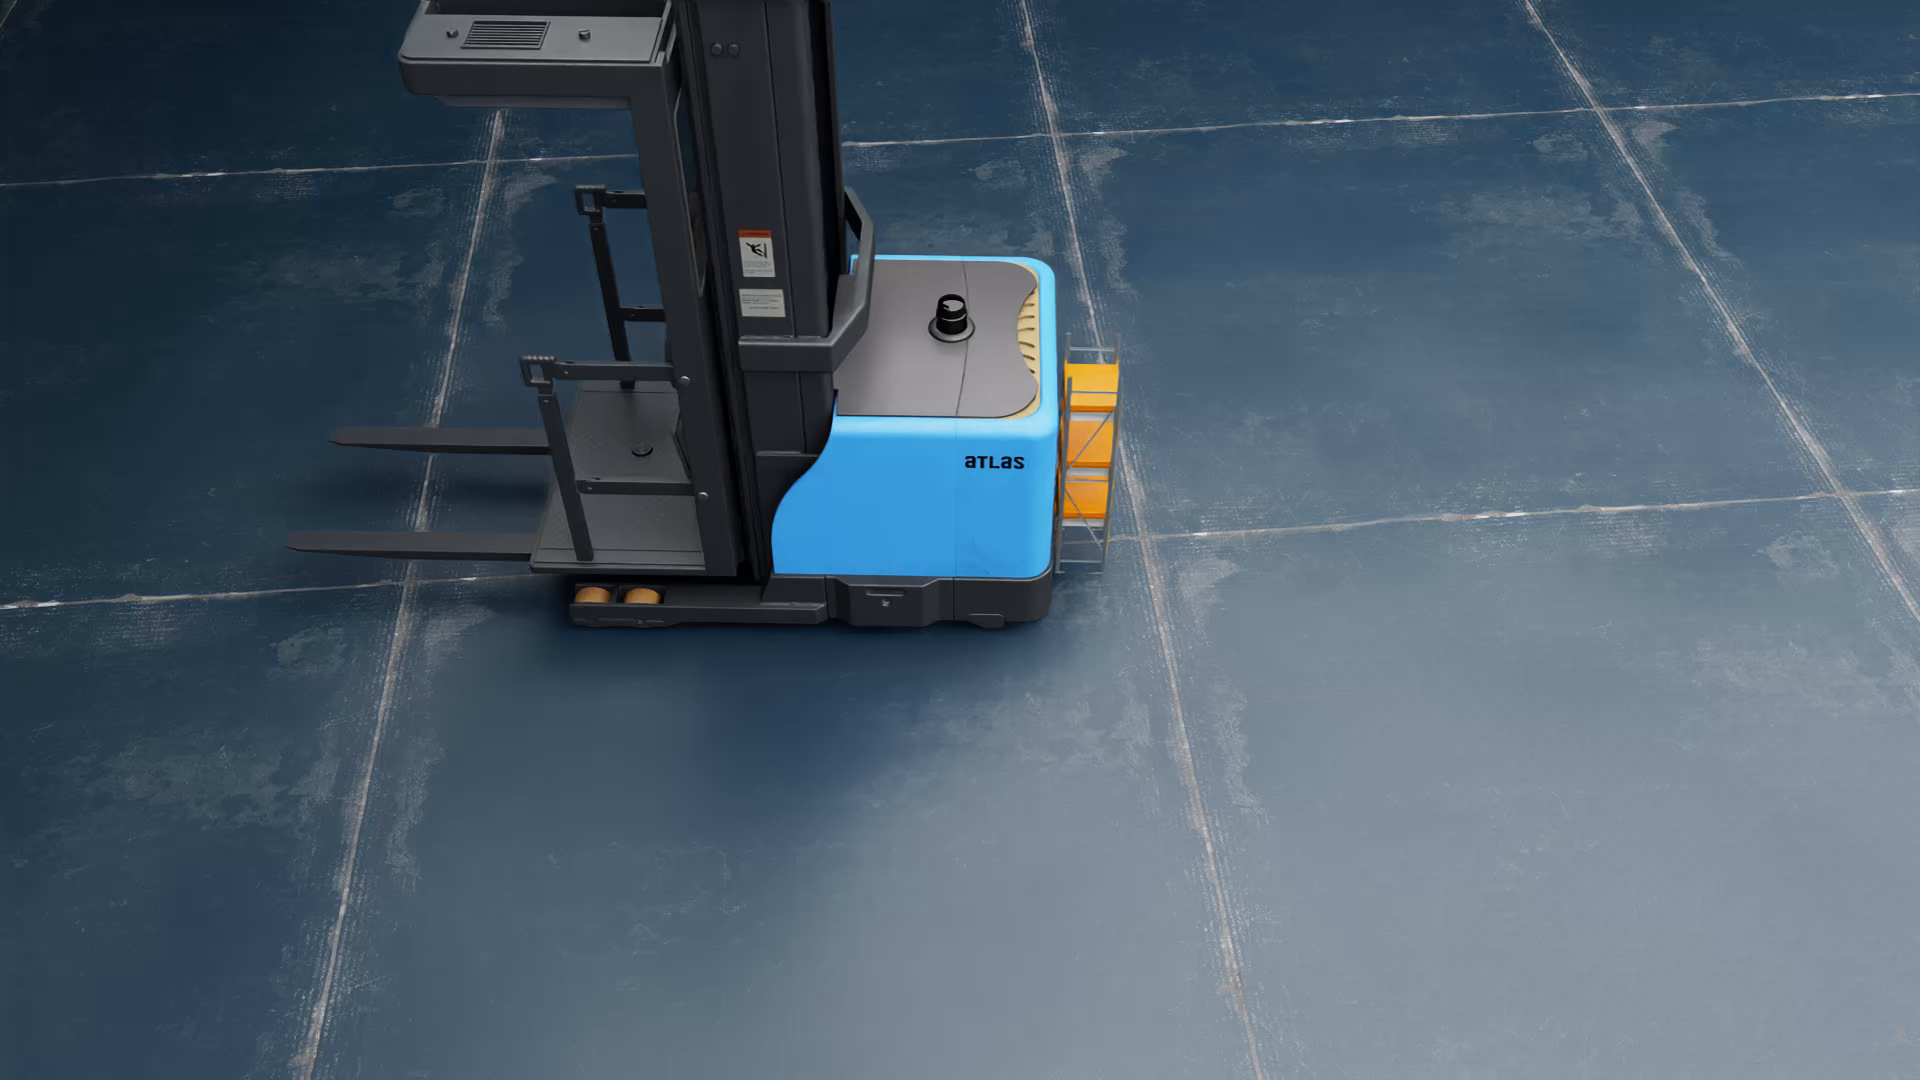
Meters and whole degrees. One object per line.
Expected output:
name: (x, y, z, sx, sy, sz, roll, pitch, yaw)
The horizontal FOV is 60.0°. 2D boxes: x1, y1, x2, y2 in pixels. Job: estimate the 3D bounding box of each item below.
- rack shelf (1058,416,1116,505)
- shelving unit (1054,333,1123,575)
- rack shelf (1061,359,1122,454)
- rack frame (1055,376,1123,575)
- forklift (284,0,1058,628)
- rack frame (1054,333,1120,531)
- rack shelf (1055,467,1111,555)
rack shelf: (0.490, -0.307, 6.468, 0.215, 0.259, 0.240, 1, 47, 1)
shelving unit: (0.490, -0.314, 6.460, 0.215, 1.050, 0.252, 1, 47, 1)
rack shelf: (0.491, -0.502, 6.262, 0.215, 0.259, 0.240, 1, 47, 1)
rack frame: (0.487, -0.225, 6.377, 0.200, 1.050, 0.008, 1, 47, 1)
forklift: (-1.146, -1.046, 5.858, 3.031, 2.935, 1.130, 1, 47, 1)
rack frame: (0.494, -0.403, 6.544, 0.200, 1.050, 0.008, 1, 47, 1)
rack shelf: (0.490, -0.116, 6.670, 0.215, 0.259, 0.240, 1, 47, 1)
